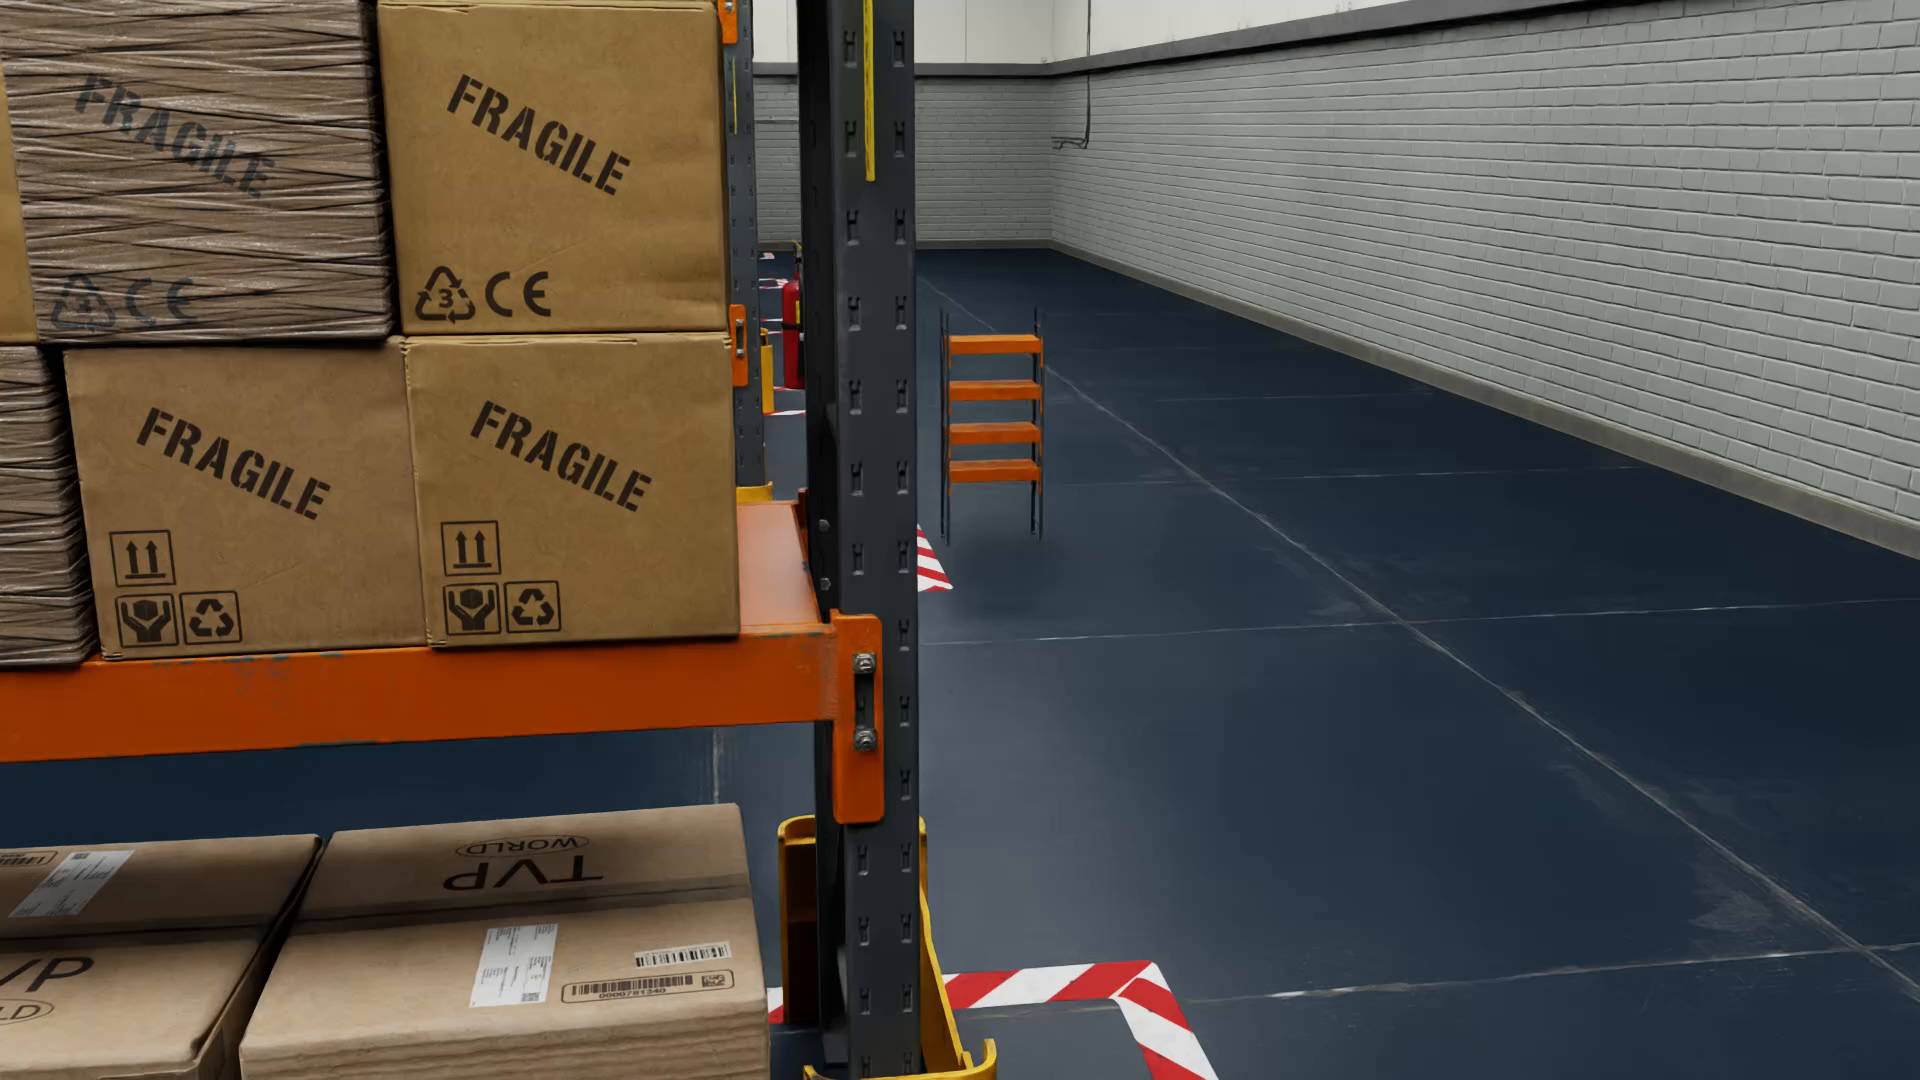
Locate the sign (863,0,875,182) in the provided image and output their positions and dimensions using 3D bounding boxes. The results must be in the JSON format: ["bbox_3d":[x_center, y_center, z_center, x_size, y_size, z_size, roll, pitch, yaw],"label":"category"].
[{"bbox_3d":[-0.139,-0.712,2.528,0.005,0.325,0.100,-2,14,-8],"label":"sign"}]

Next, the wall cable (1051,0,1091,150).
[{"bbox_3d":[1.750,-7.648,27.101,0.112,2.526,3.097,-2,14,-8],"label":"wall cable"}]

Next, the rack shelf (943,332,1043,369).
[{"bbox_3d":[0.164,-0.969,8.504,0.480,0.148,0.258,-2,14,-8],"label":"rack shelf"}]

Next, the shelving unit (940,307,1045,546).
[{"bbox_3d":[0.164,-0.588,8.600,0.503,1.200,0.258,-2,14,-8],"label":"shelving unit"}]

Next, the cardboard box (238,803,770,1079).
[{"bbox_3d":[-0.844,0.920,3.290,0.875,0.438,0.875,-3,14,-10],"label":"cardboard box"}]

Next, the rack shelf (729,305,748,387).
[{"bbox_3d":[-3.021,-0.932,7.752,4.000,0.370,1.077,-2,14,-8],"label":"rack shelf"}]

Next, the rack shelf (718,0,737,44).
[{"bbox_3d":[-3.021,-2.387,7.387,4.000,0.370,1.077,-2,14,-8],"label":"rack shelf"}]

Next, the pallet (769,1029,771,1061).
[{"bbox_3d":[-0.985,1.234,3.369,1.213,0.211,1.003,-2,14,-8],"label":"pallet"}]

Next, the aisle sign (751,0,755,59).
[{"bbox_3d":[-0.927,-2.545,7.360,0.004,0.787,0.394,-2,14,-8],"label":"aisle sign"}]

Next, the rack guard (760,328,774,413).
[{"bbox_3d":[-1.659,-1.339,13.033,0.348,0.500,1.175,-2,14,-8],"label":"rack guard"}]

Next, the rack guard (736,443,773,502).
[{"bbox_3d":[-1.119,-0.139,8.247,0.348,0.500,1.175,-2,14,-8],"label":"rack guard"}]

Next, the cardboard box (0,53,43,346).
[{"bbox_3d":[-1.650,-0.582,2.616,0.500,0.500,0.500,-2,14,-9],"label":"cardboard box"}]

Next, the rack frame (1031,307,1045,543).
[{"bbox_3d":[0.405,-0.597,8.635,0.015,1.200,0.240,-2,14,-8],"label":"rack frame"}]

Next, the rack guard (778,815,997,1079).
[{"bbox_3d":[-0.183,1.045,3.528,0.348,0.500,1.175,-2,14,-8],"label":"rack guard"}]

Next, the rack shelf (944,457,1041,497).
[{"bbox_3d":[0.164,-0.330,8.664,0.480,0.148,0.258,-2,14,-8],"label":"rack shelf"}]

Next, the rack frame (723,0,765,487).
[{"bbox_3d":[-1.044,-1.354,7.953,0.127,3.000,1.000,-2,14,-8],"label":"rack frame"}]

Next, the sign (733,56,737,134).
[{"bbox_3d":[-0.981,-1.934,7.239,0.005,0.325,0.100,-2,14,-8],"label":"sign"}]

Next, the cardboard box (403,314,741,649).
[{"bbox_3d":[-0.644,-0.134,2.885,0.500,0.500,0.500,-2,14,-8],"label":"cardboard box"}]

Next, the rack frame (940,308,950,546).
[{"bbox_3d":[-0.078,-0.579,8.565,0.015,1.200,0.240,-2,14,-8],"label":"rack frame"}]

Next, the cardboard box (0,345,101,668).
[{"bbox_3d":[-1.650,-0.099,2.743,0.500,0.500,0.500,-2,14,-7],"label":"cardboard box"}]

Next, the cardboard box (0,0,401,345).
[{"bbox_3d":[-1.160,-0.599,2.685,0.500,0.500,0.500,-2,14,-8],"label":"cardboard box"}]

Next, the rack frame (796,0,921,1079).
[{"bbox_3d":[-0.206,-0.167,3.220,0.127,3.000,1.000,-2,14,-8],"label":"rack frame"}]

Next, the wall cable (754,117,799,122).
[{"bbox_3d":[-2.771,-6.892,27.947,1.851,1.984,0.084,-2,14,-8],"label":"wall cable"}]

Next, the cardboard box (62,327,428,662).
[{"bbox_3d":[-1.142,-0.120,2.826,0.500,0.500,0.500,-2,14,-9],"label":"cardboard box"}]

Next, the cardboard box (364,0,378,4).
[{"bbox_3d":[-1.021,-0.909,2.586,0.250,0.149,0.380,-2,14,-9],"label":"cardboard box"}]

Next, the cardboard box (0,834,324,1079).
[{"bbox_3d":[-1.748,0.956,3.149,0.875,0.438,0.875,-2,14,-7],"label":"cardboard box"}]

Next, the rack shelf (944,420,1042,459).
[{"bbox_3d":[0.164,-0.523,8.616,0.480,0.148,0.258,-2,14,-8],"label":"rack shelf"}]

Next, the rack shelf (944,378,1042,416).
[{"bbox_3d":[0.164,-0.740,8.562,0.480,0.148,0.258,-2,14,-8],"label":"rack shelf"}]

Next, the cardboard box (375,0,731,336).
[{"bbox_3d":[-0.648,-0.625,2.788,0.500,0.500,0.500,-2,14,-6],"label":"cardboard box"}]

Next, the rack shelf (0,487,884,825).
[{"bbox_3d":[-2.184,0.255,3.019,4.000,0.370,1.077,-2,14,-8],"label":"rack shelf"}]

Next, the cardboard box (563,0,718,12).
[{"bbox_3d":[-0.531,-0.954,2.764,0.250,0.149,0.380,-2,14,-8],"label":"cardboard box"}]

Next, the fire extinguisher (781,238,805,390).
[{"bbox_3d":[-0.726,-1.033,7.602,0.183,0.674,0.296,-2,14,-8],"label":"fire extinguisher"}]
